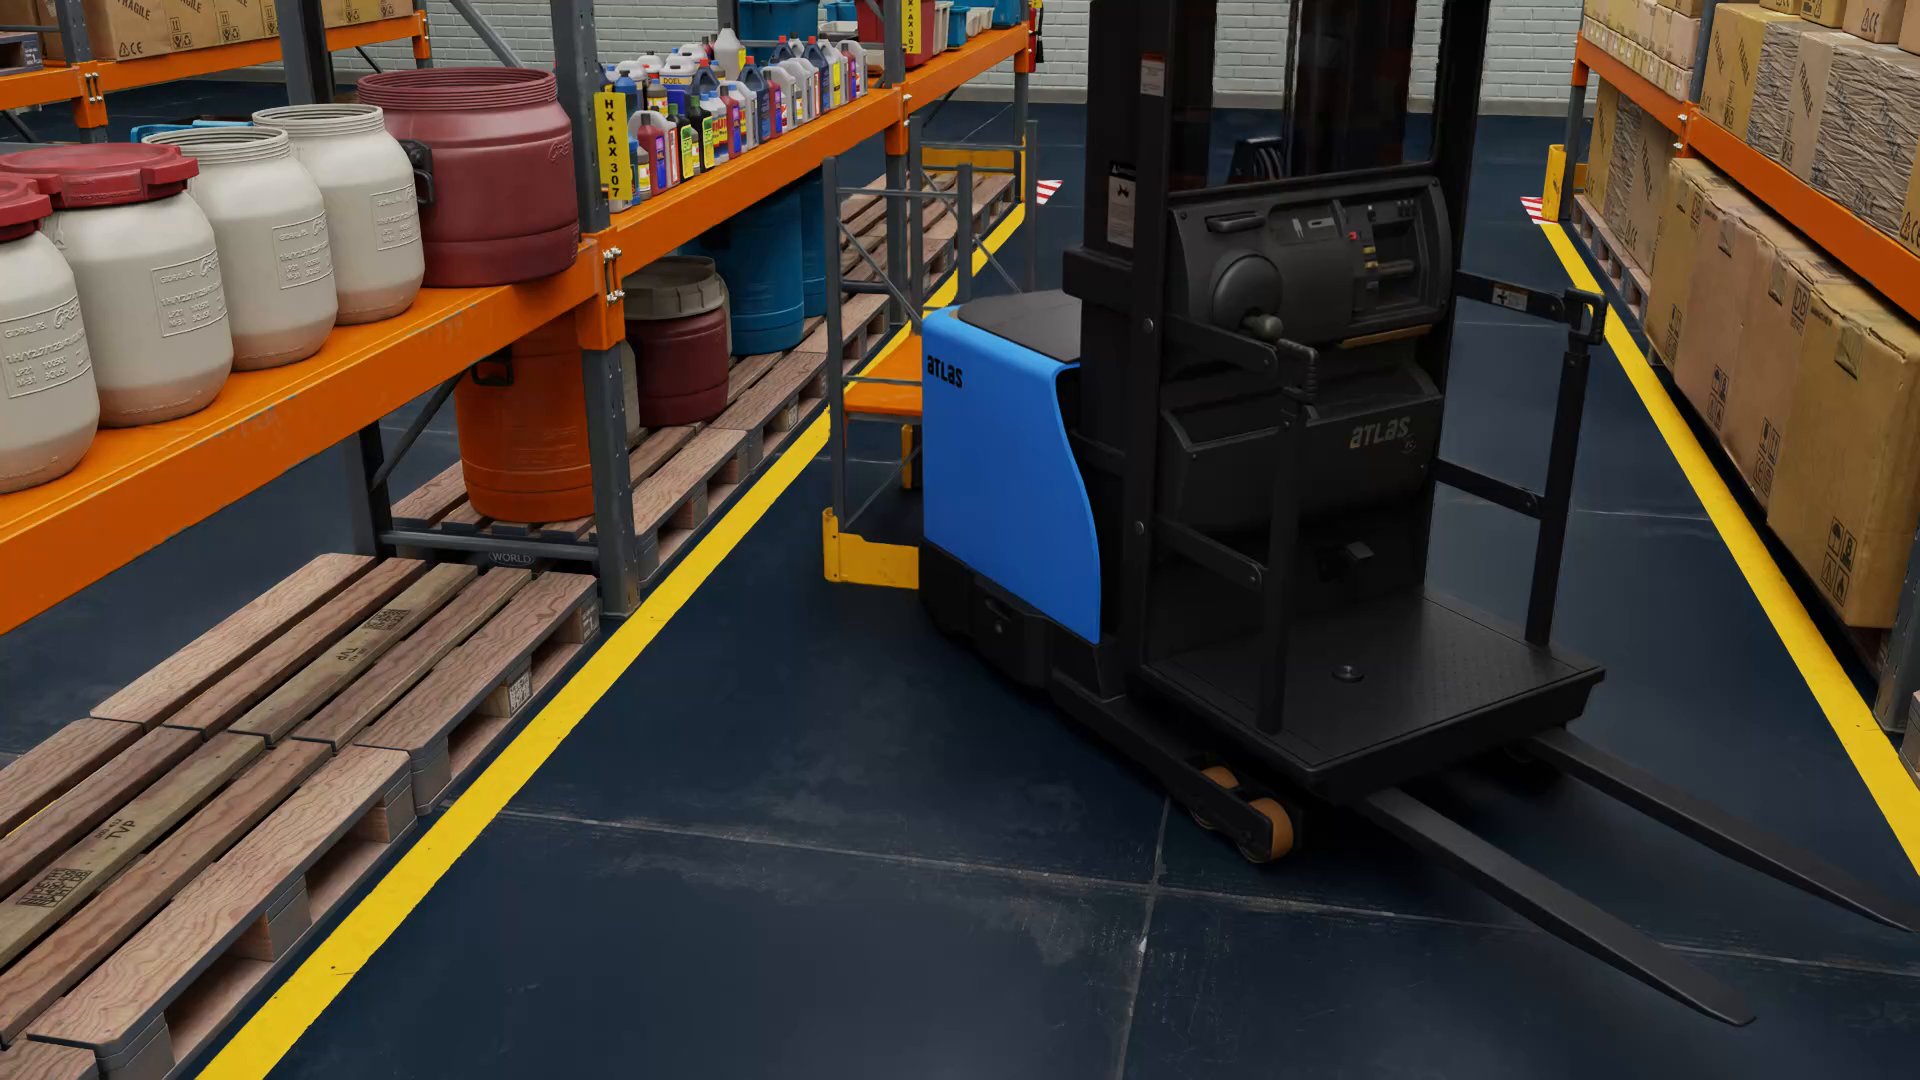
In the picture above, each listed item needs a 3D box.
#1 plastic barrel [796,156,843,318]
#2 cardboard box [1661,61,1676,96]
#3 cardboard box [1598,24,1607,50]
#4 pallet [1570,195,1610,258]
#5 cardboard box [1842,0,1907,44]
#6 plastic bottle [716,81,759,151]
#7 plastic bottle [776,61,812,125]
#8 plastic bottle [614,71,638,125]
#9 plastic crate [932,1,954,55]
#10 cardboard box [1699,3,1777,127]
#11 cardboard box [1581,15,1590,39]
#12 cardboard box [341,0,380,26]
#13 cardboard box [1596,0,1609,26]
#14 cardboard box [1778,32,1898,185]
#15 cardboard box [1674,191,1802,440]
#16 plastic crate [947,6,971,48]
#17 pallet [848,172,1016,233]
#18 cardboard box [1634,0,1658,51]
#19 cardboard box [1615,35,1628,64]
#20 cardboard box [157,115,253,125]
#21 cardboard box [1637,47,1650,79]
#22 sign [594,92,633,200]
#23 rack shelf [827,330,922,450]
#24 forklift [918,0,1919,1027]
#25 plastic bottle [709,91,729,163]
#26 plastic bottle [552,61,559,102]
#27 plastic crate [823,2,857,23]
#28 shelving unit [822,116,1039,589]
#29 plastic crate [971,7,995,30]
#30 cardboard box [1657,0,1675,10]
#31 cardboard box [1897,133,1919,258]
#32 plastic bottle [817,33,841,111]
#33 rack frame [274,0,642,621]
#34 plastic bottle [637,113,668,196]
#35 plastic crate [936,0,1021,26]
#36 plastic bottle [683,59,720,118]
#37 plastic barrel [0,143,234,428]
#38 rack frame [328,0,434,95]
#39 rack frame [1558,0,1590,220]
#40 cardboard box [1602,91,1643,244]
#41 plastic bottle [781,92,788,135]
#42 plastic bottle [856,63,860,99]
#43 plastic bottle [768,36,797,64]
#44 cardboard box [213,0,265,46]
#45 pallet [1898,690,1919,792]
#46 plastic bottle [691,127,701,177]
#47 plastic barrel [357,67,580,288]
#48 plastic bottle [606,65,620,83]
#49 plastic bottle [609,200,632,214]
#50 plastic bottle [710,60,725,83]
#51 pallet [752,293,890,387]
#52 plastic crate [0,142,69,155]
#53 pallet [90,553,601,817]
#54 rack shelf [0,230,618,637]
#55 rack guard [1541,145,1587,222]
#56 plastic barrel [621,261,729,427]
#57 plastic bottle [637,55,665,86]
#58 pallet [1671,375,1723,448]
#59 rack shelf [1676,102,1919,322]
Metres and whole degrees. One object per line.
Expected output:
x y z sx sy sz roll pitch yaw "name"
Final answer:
-0.922 -1.664 8.718 0.600 0.901 0.708 4 22 11 "plastic barrel"
3.848 -2.377 8.578 0.380 0.149 0.250 5 22 12 "cardboard box"
4.320 -3.222 10.674 0.380 0.149 0.250 4 22 10 "cardboard box"
4.784 -2.134 11.370 1.003 0.211 1.213 4 22 11 "pallet"
3.670 -2.062 5.981 0.797 0.503 0.637 5 23 13 "cardboard box"
-0.923 -1.761 6.877 0.152 0.276 0.135 4 22 11 "plastic bottle"
-0.763 -2.047 7.587 0.152 0.276 0.135 4 22 11 "plastic bottle"
-1.447 -1.895 7.215 0.097 0.271 0.097 0 22 0 "plastic bottle"
-0.302 -3.158 10.258 0.437 0.282 0.530 4 22 11 "plastic crate"
3.716 -2.160 7.568 0.500 0.500 0.500 5 22 11 "cardboard box"
4.475 -3.505 11.377 0.380 0.149 0.250 5 22 12 "cardboard box"
-4.754 -4.154 12.520 0.500 0.500 0.500 5 22 11 "cardboard box"
4.409 -3.449 10.704 0.500 0.250 0.500 4 22 10 "cardboard box"
3.411 -1.604 6.187 0.500 0.500 0.500 5 22 12 "cardboard box"
3.762 -0.910 6.879 1.225 0.875 0.875 4 22 9 "cardboard box"
-0.146 -3.283 10.634 0.416 0.233 0.300 4 22 11 "plastic crate"
-0.184 -2.511 12.307 1.003 0.211 1.213 4 22 11 "pallet"
4.095 -2.889 9.315 0.500 0.250 0.500 5 22 12 "cardboard box"
4.163 -2.942 9.980 0.380 0.149 0.250 4 22 10 "cardboard box"
-5.264 -2.753 11.927 0.797 0.503 0.637 4 22 11 "cardboard box"
4.006 -2.659 9.278 0.380 0.149 0.250 5 22 12 "cardboard box"
-1.070 -1.214 5.134 0.100 0.325 0.005 4 22 11 "sign"
-0.078 -0.552 6.197 0.538 0.185 1.000 6 23 14 "rack shelf"
1.059 -0.725 4.231 1.130 2.935 3.031 -13 25 -29 "forklift"
-0.967 -1.630 6.558 0.097 0.271 0.097 0 22 0 "plastic bottle"
-1.639 -1.808 6.894 0.144 0.351 0.185 4 22 11 "plastic bottle"
-0.681 -3.397 10.917 0.416 0.233 0.300 4 22 11 "plastic crate"
-0.075 -0.722 6.138 0.587 1.500 1.083 6 23 14 "shelving unit"
0.033 -3.697 11.791 0.396 0.136 0.243 4 22 11 "plastic crate"
3.993 -3.051 8.712 0.500 0.500 0.500 5 22 11 "cardboard box"
3.097 -1.046 4.802 0.500 0.500 0.500 5 23 13 "cardboard box"
-0.661 -2.257 8.008 0.144 0.351 0.185 4 22 11 "plastic bottle"
-1.610 -1.178 5.263 1.000 3.000 0.127 4 22 11 "rack frame"
-1.094 -1.374 5.906 0.061 0.283 0.133 4 22 11 "plastic bottle"
0.137 -4.011 12.170 0.616 0.435 0.499 4 22 11 "plastic crate"
-1.063 -1.816 6.914 0.144 0.351 0.185 4 22 11 "plastic bottle"
-1.779 -0.538 3.491 0.433 0.535 0.433 0 22 0 "plastic barrel"
-4.826 -4.482 13.468 1.000 3.000 0.127 4 22 11 "rack frame"
4.871 -3.726 11.590 1.000 3.000 0.127 4 22 11 "rack frame"
4.633 -2.362 10.486 0.875 0.875 0.875 4 22 11 "cardboard box"
-0.807 -1.883 7.280 0.097 0.201 0.097 0 22 0 "plastic bottle"
-0.555 -2.335 8.403 0.097 0.201 0.097 0 22 0 "plastic bottle"
-0.840 -2.200 7.867 0.144 0.351 0.185 4 22 11 "plastic bottle"
-5.066 -3.602 11.148 0.500 0.500 0.500 4 22 11 "cardboard box"
3.078 0.779 4.137 1.003 0.211 1.213 4 22 11 "pallet"
-1.034 -1.478 6.273 0.097 0.201 0.097 0 22 0 "plastic bottle"
-1.408 -1.048 4.759 0.600 0.536 0.708 4 22 11 "plastic barrel"
-1.548 -1.977 7.419 0.097 0.271 0.097 0 22 0 "plastic bottle"
-1.206 -1.254 5.618 0.152 0.276 0.135 4 22 11 "plastic bottle"
-1.210 -2.272 8.245 0.097 0.201 0.097 0 22 0 "plastic bottle"
-0.992 -1.068 8.723 1.003 0.211 1.213 4 22 11 "pallet"
-2.240 -0.640 3.841 0.402 0.464 0.583 4 22 11 "plastic crate"
-1.806 0.396 5.087 1.003 0.211 1.213 4 22 11 "pallet"
-2.018 -0.113 3.581 1.077 0.370 4.000 4 22 11 "rack shelf"
4.876 -2.575 12.079 1.175 0.500 0.348 4 22 11 "rack guard"
-1.297 -0.847 7.108 0.600 0.588 0.708 4 22 11 "plastic barrel"
-1.450 -2.104 7.729 0.152 0.276 0.135 4 22 11 "plastic bottle"
3.971 -0.682 7.763 1.003 0.211 1.213 4 22 11 "pallet"
3.647 -1.198 6.276 1.077 0.370 4.000 4 22 11 "rack shelf"
